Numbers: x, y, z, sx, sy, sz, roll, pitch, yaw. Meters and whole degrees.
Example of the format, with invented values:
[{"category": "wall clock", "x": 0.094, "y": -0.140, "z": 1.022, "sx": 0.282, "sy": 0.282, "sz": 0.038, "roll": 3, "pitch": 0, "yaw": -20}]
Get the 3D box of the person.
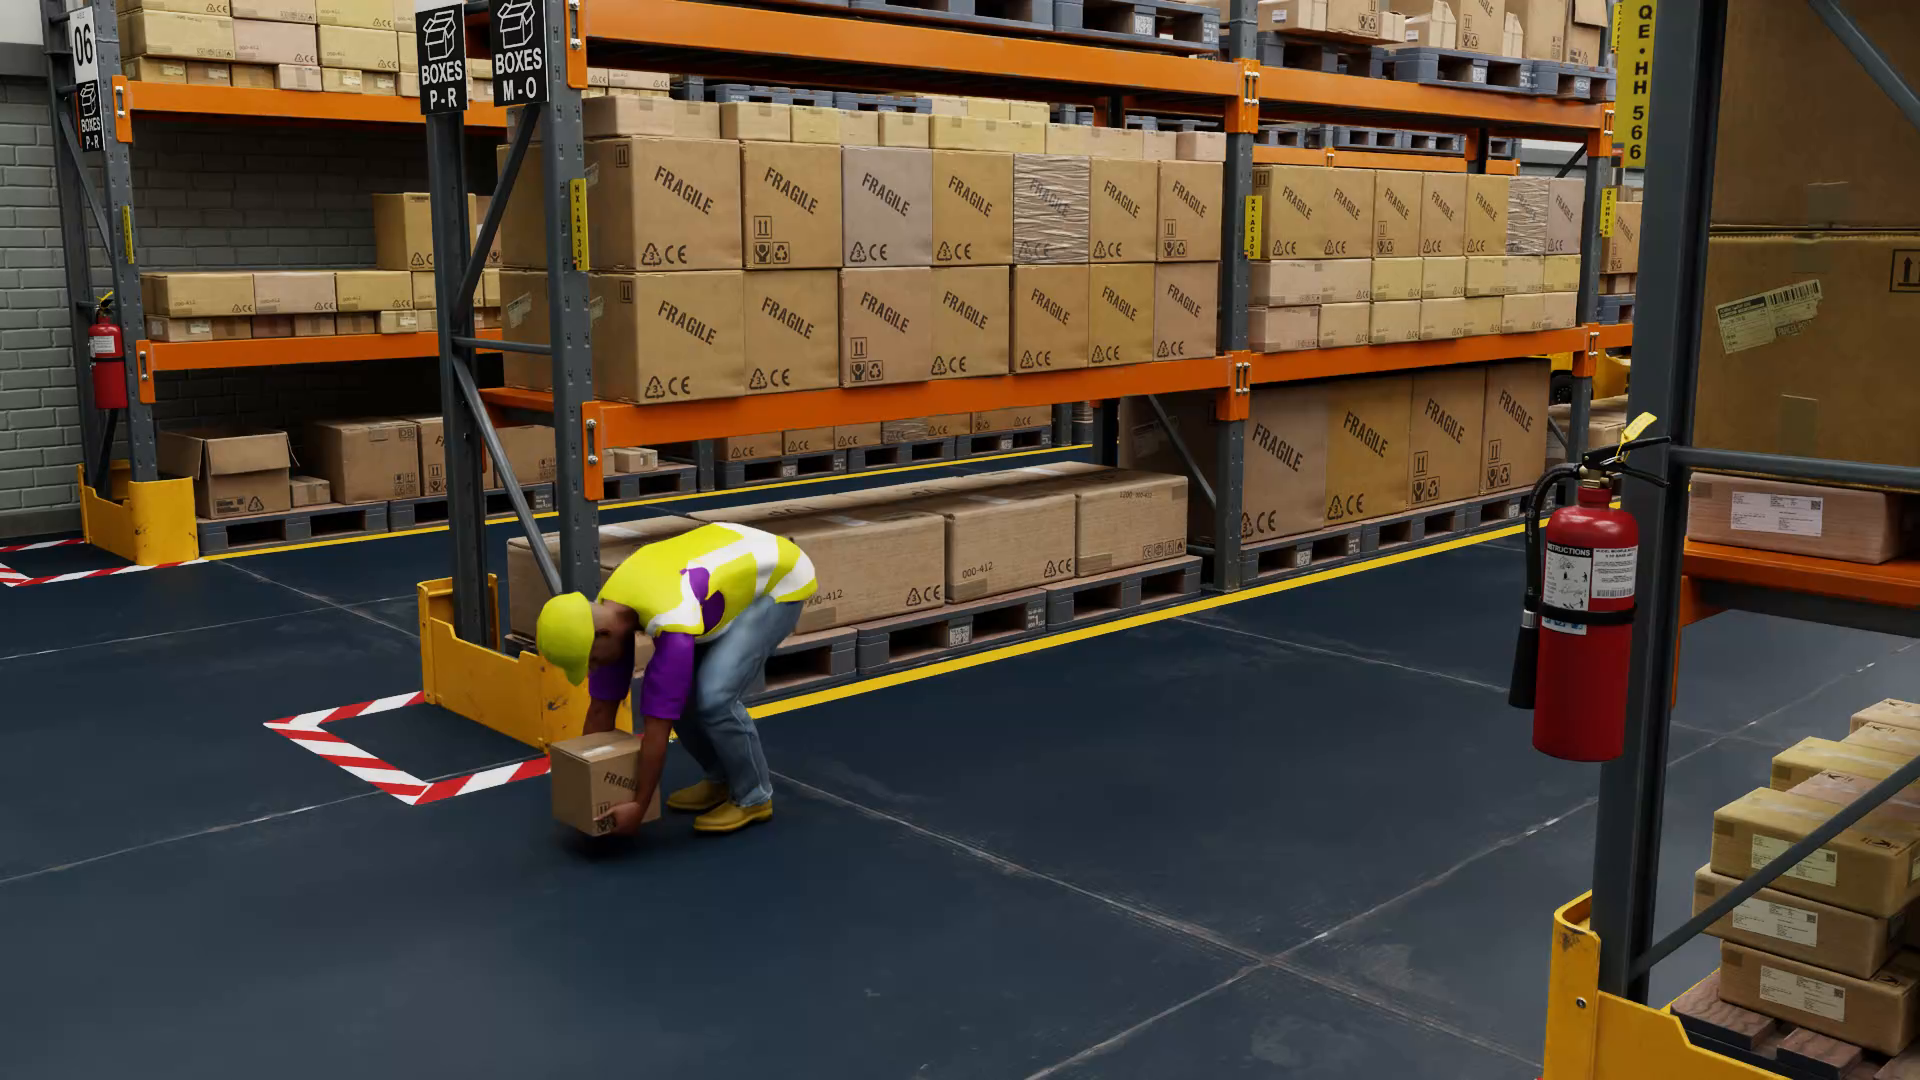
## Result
[{"category": "person", "x": -0.921, "y": 0.465, "z": 5.451, "sx": 0.974, "sy": 0.993, "sz": 0.503, "roll": -9, "pitch": 14, "yaw": -40}]
